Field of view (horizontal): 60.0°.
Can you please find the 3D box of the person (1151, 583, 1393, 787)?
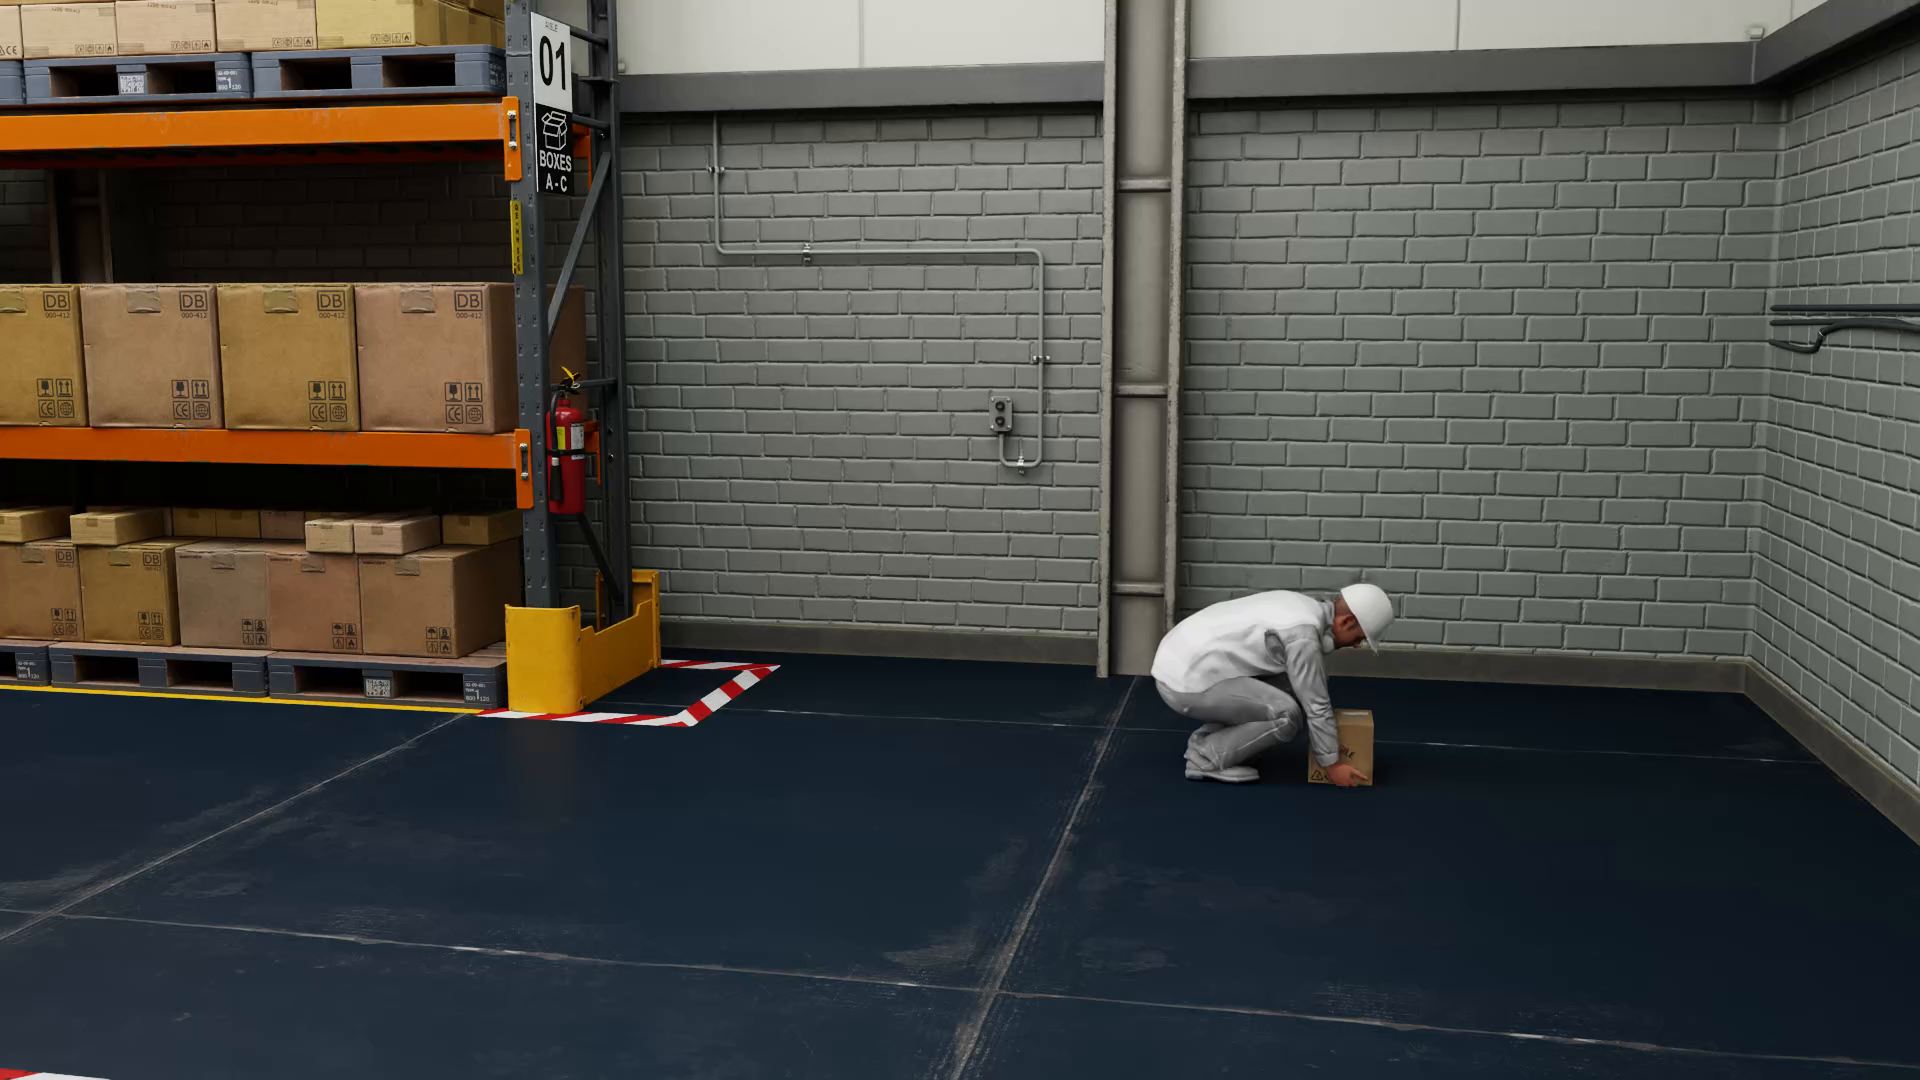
[{"bbox_3d":[1.259,0.600,6.755,0.953,0.860,0.527,2,8,11],"label":"person"}]
